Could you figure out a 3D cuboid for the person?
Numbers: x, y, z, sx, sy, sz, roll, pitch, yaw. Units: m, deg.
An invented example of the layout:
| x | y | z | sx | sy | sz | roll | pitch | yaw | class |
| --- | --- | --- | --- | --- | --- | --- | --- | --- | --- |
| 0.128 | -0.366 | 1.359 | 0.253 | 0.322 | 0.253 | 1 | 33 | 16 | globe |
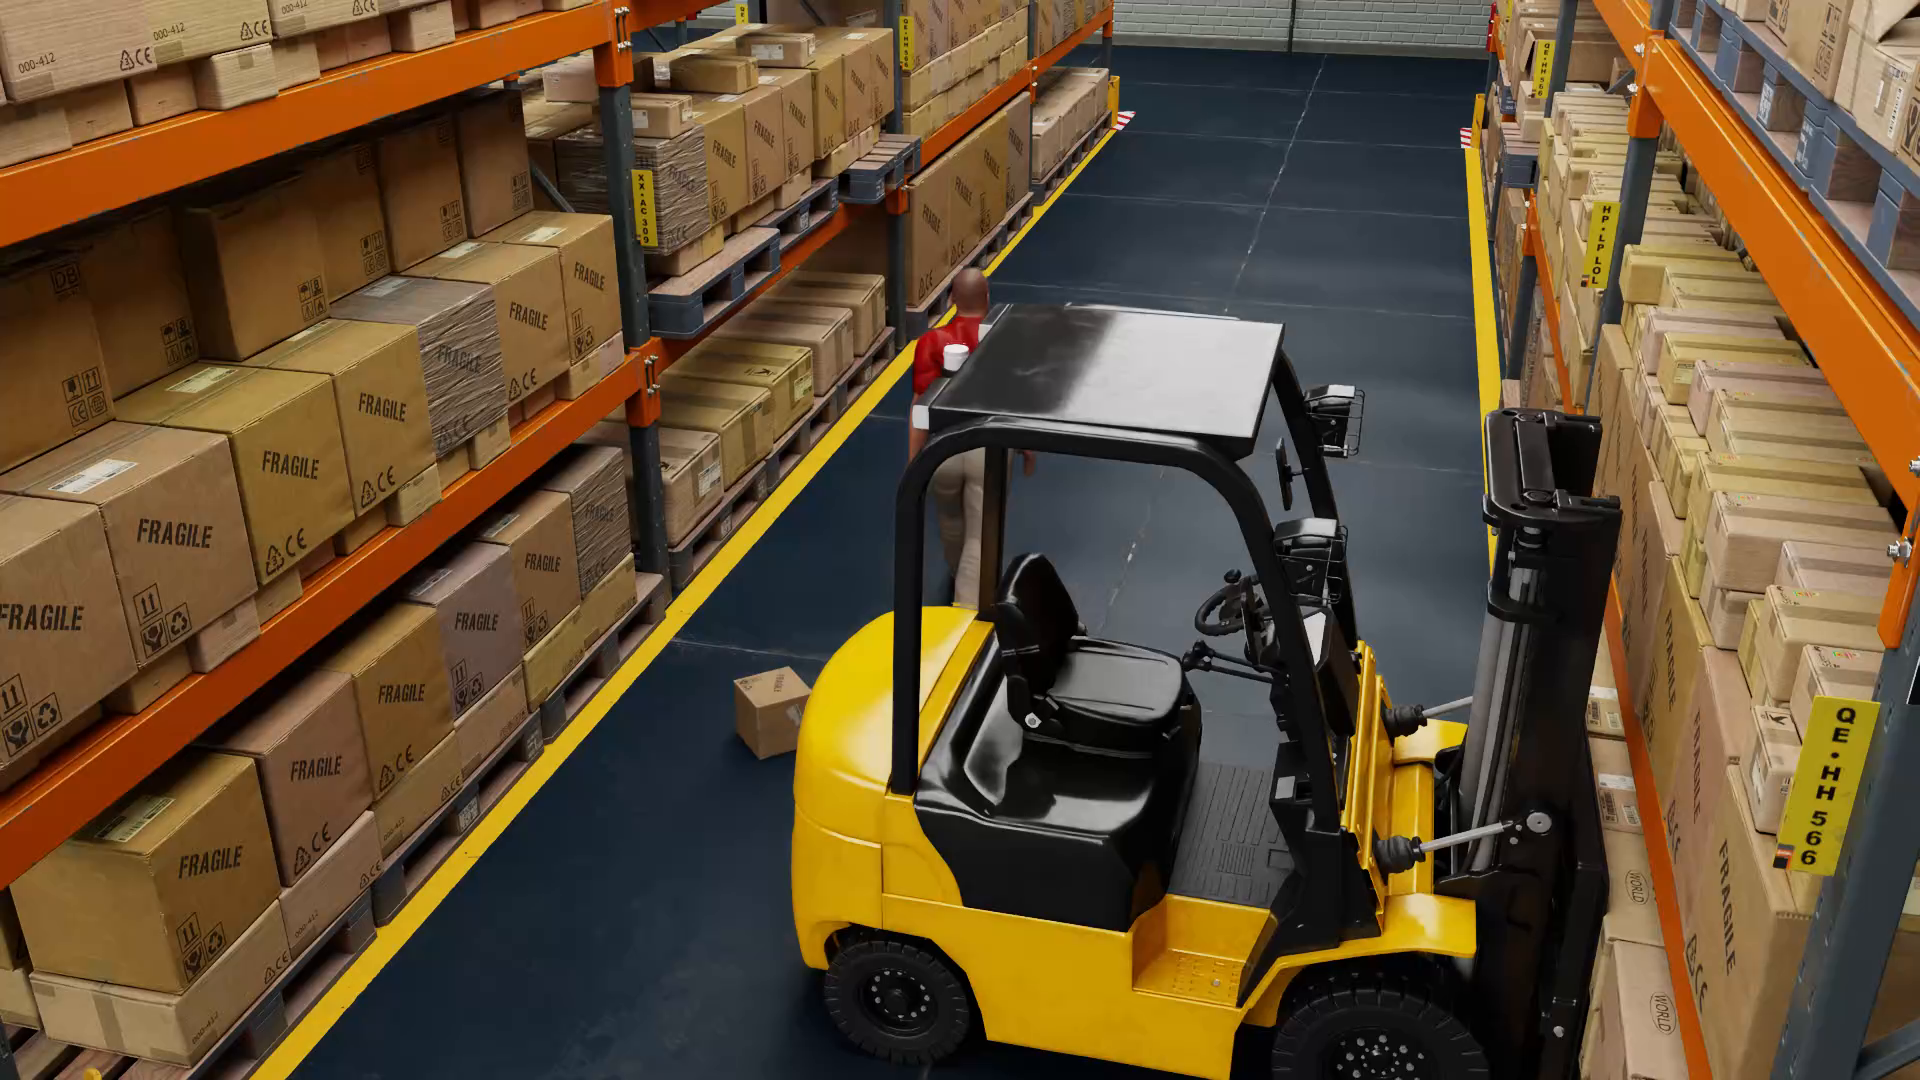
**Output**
| x | y | z | sx | sy | sz | roll | pitch | yaw | class |
| --- | --- | --- | --- | --- | --- | --- | --- | --- | --- |
| 0.061 | -0.395 | 7.493 | 0.566 | 1.669 | 1.072 | 4 | 25 | 9 | person |
